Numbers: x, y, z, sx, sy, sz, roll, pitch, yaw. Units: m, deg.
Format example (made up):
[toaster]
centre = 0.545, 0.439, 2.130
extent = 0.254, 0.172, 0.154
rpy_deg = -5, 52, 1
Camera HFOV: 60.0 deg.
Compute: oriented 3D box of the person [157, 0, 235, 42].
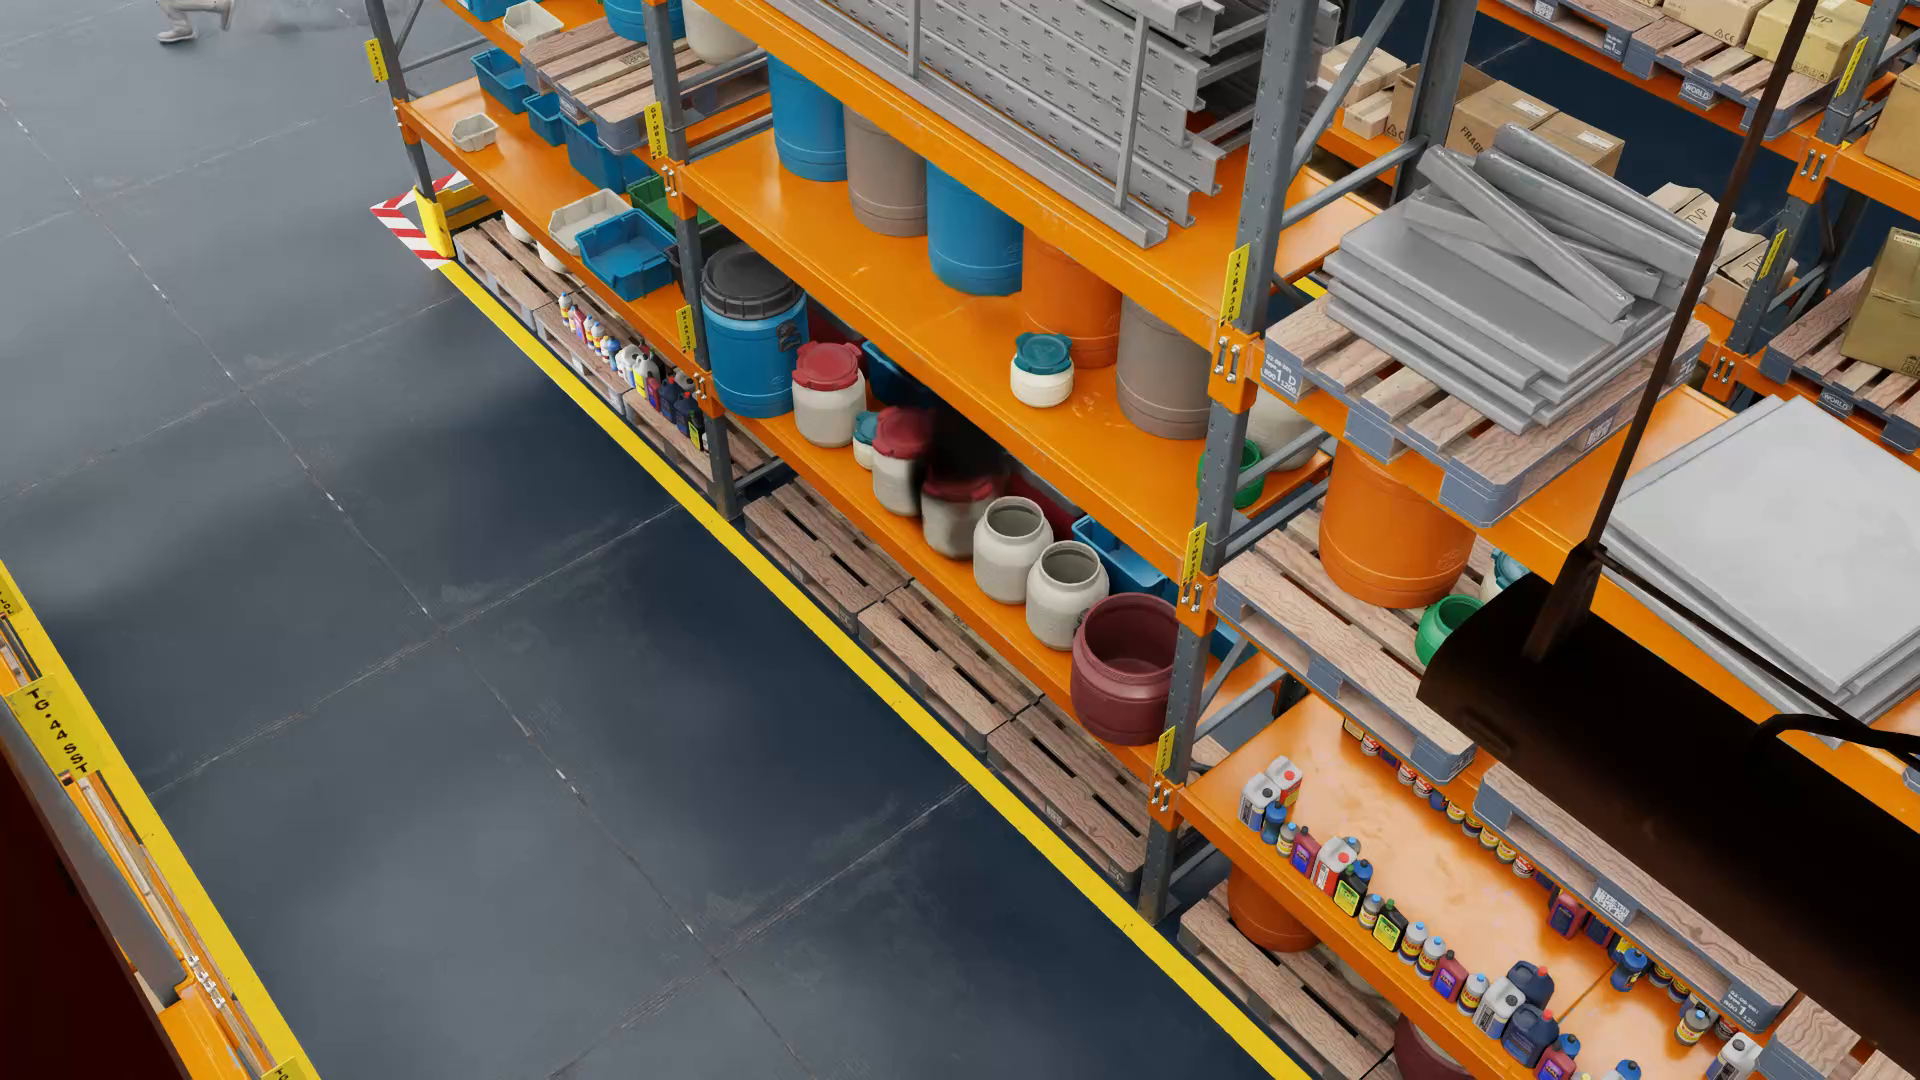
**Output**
[person]
centre = -7.004, -5.254, 14.758
extent = 0.793, 1.737, 0.699
rpy_deg = -9, 47, -9
